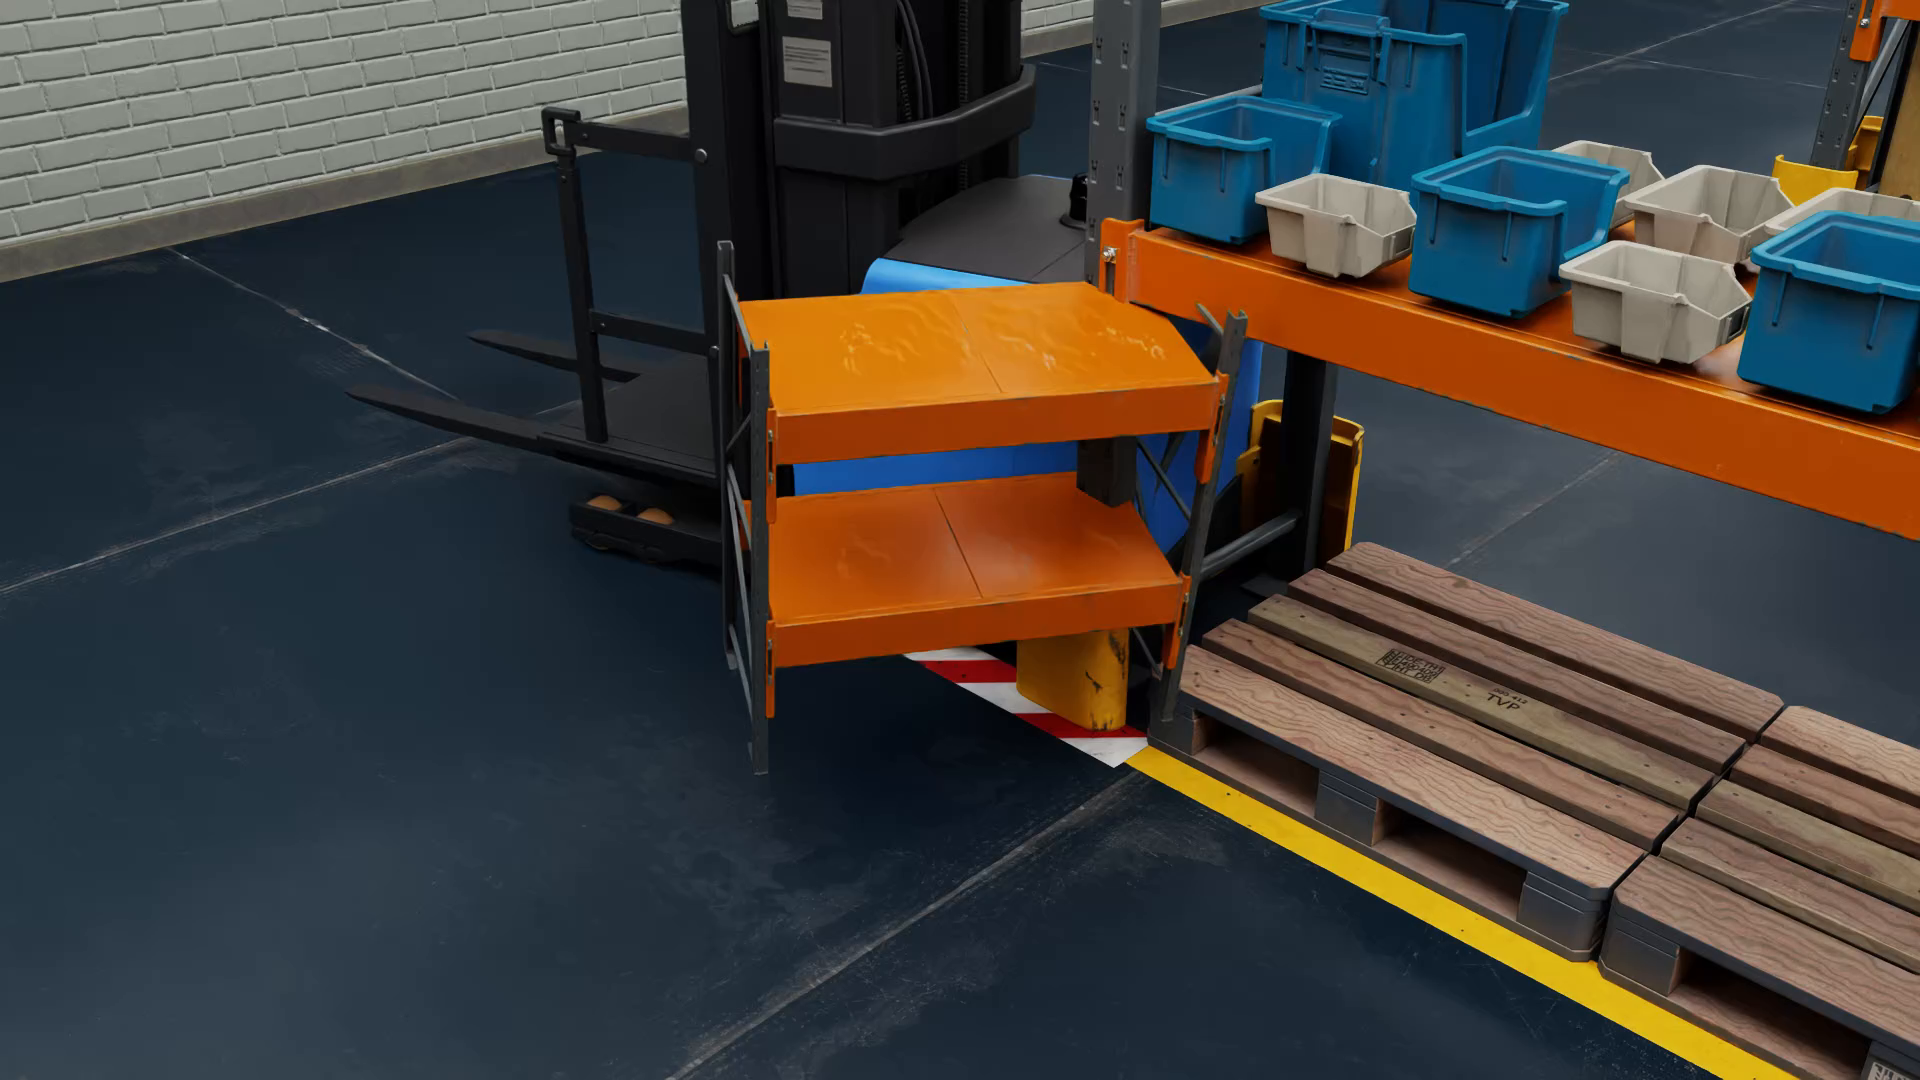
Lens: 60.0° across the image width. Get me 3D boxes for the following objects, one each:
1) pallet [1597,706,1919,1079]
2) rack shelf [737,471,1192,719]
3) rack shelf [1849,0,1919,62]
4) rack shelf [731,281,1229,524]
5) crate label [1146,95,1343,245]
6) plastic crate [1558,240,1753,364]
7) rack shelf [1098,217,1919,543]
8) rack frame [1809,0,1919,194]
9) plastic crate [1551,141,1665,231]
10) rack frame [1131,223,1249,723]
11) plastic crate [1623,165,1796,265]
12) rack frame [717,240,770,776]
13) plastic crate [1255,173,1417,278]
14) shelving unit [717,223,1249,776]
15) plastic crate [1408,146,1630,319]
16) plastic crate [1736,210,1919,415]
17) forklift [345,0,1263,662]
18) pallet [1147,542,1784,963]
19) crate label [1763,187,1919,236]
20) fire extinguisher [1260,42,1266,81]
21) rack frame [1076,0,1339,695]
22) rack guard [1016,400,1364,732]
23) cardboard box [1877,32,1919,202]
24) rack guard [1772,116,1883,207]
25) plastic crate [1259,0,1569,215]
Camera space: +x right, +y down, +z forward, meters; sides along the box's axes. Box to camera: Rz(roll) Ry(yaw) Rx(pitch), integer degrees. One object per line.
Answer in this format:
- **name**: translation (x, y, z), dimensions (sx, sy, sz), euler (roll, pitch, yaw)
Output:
- **pallet**: translation (2.110, 0.850, 3.406), dimensions (1.213, 0.211, 1.003), euler (25, 36, 38)
- **rack shelf**: translation (-0.016, 0.100, 4.026), dimensions (1.000, 0.278, 0.538), euler (-6, 36, -15)
- **rack shelf**: translation (5.582, -1.737, 6.103), dimensions (4.000, 0.370, 1.077), euler (25, 36, 38)
- **rack shelf**: translation (0.021, -0.339, 3.718), dimensions (1.000, 0.278, 0.538), euler (-6, 36, -15)
- **crate label**: translation (0.629, -0.827, 3.714), dimensions (0.303, 0.233, 0.416), euler (25, 36, 38)
- **plastic crate**: translation (1.283, -0.430, 3.065), dimensions (0.298, 0.136, 0.250), euler (25, 36, 38)
- **rack shelf**: translation (2.110, -0.093, 2.977), dimensions (4.000, 0.370, 1.077), euler (25, 36, 38)
- **rack frame**: translation (4.156, -2.708, 7.176), dimensions (0.127, 3.000, 1.000), euler (25, 36, 38)
- **plastic crate**: translation (1.392, -0.768, 3.706), dimensions (0.243, 0.136, 0.396), euler (25, 36, 38)
- **rack frame**: translation (0.490, -0.148, 4.014), dimensions (0.032, 1.125, 0.500), euler (-6, 36, -15)
- **plastic crate**: translation (1.588, -0.668, 3.517), dimensions (0.243, 0.136, 0.396), euler (25, 36, 38)
- **rack frame**: translation (-0.489, -0.052, 3.758), dimensions (0.032, 1.125, 0.500), euler (-6, 36, -15)
- **plastic crate**: translation (0.799, -0.652, 3.485), dimensions (0.298, 0.136, 0.250), euler (25, 36, 38)
- **shelving unit**: translation (0.001, -0.100, 3.886), dimensions (1.048, 1.125, 0.538), euler (-6, 36, -15)
- **plastic crate**: translation (1.098, -0.612, 3.306), dimensions (0.300, 0.233, 0.416), euler (25, 36, 38)
- **plastic crate**: translation (1.568, -0.397, 2.897), dimensions (0.300, 0.233, 0.416), euler (25, 36, 38)
- **forklift**: translation (-0.636, -1.427, 4.814), dimensions (3.031, 2.935, 1.130), euler (14, 31, 24)
- **pallet**: translation (1.244, 0.452, 4.163), dimensions (1.213, 0.211, 1.003), euler (25, 36, 38)
- **crate label**: translation (1.804, -0.586, 3.360), dimensions (0.243, 0.136, 0.396), euler (25, 36, 38)
- **fire extinguisher**: translation (0.894, -1.065, 4.536), dimensions (0.183, 0.674, 0.296), euler (25, 36, 38)
- **rack frame**: translation (0.683, -1.064, 4.050), dimensions (0.127, 3.000, 1.000), euler (25, 36, 38)
- **rack guard**: translation (0.657, 0.039, 4.639), dimensions (0.348, 0.500, 1.175), euler (25, 36, 38)
- **cardboard box**: translation (4.668, -1.771, 7.226), dimensions (0.875, 0.875, 0.875), euler (25, 36, 38)
- **rack guard**: translation (4.139, -1.609, 7.773), dimensions (0.348, 0.500, 1.175), euler (25, 36, 38)
- **plastic crate**: translation (1.053, -1.059, 3.938), dimensions (0.499, 0.435, 0.616), euler (25, 36, 38)
